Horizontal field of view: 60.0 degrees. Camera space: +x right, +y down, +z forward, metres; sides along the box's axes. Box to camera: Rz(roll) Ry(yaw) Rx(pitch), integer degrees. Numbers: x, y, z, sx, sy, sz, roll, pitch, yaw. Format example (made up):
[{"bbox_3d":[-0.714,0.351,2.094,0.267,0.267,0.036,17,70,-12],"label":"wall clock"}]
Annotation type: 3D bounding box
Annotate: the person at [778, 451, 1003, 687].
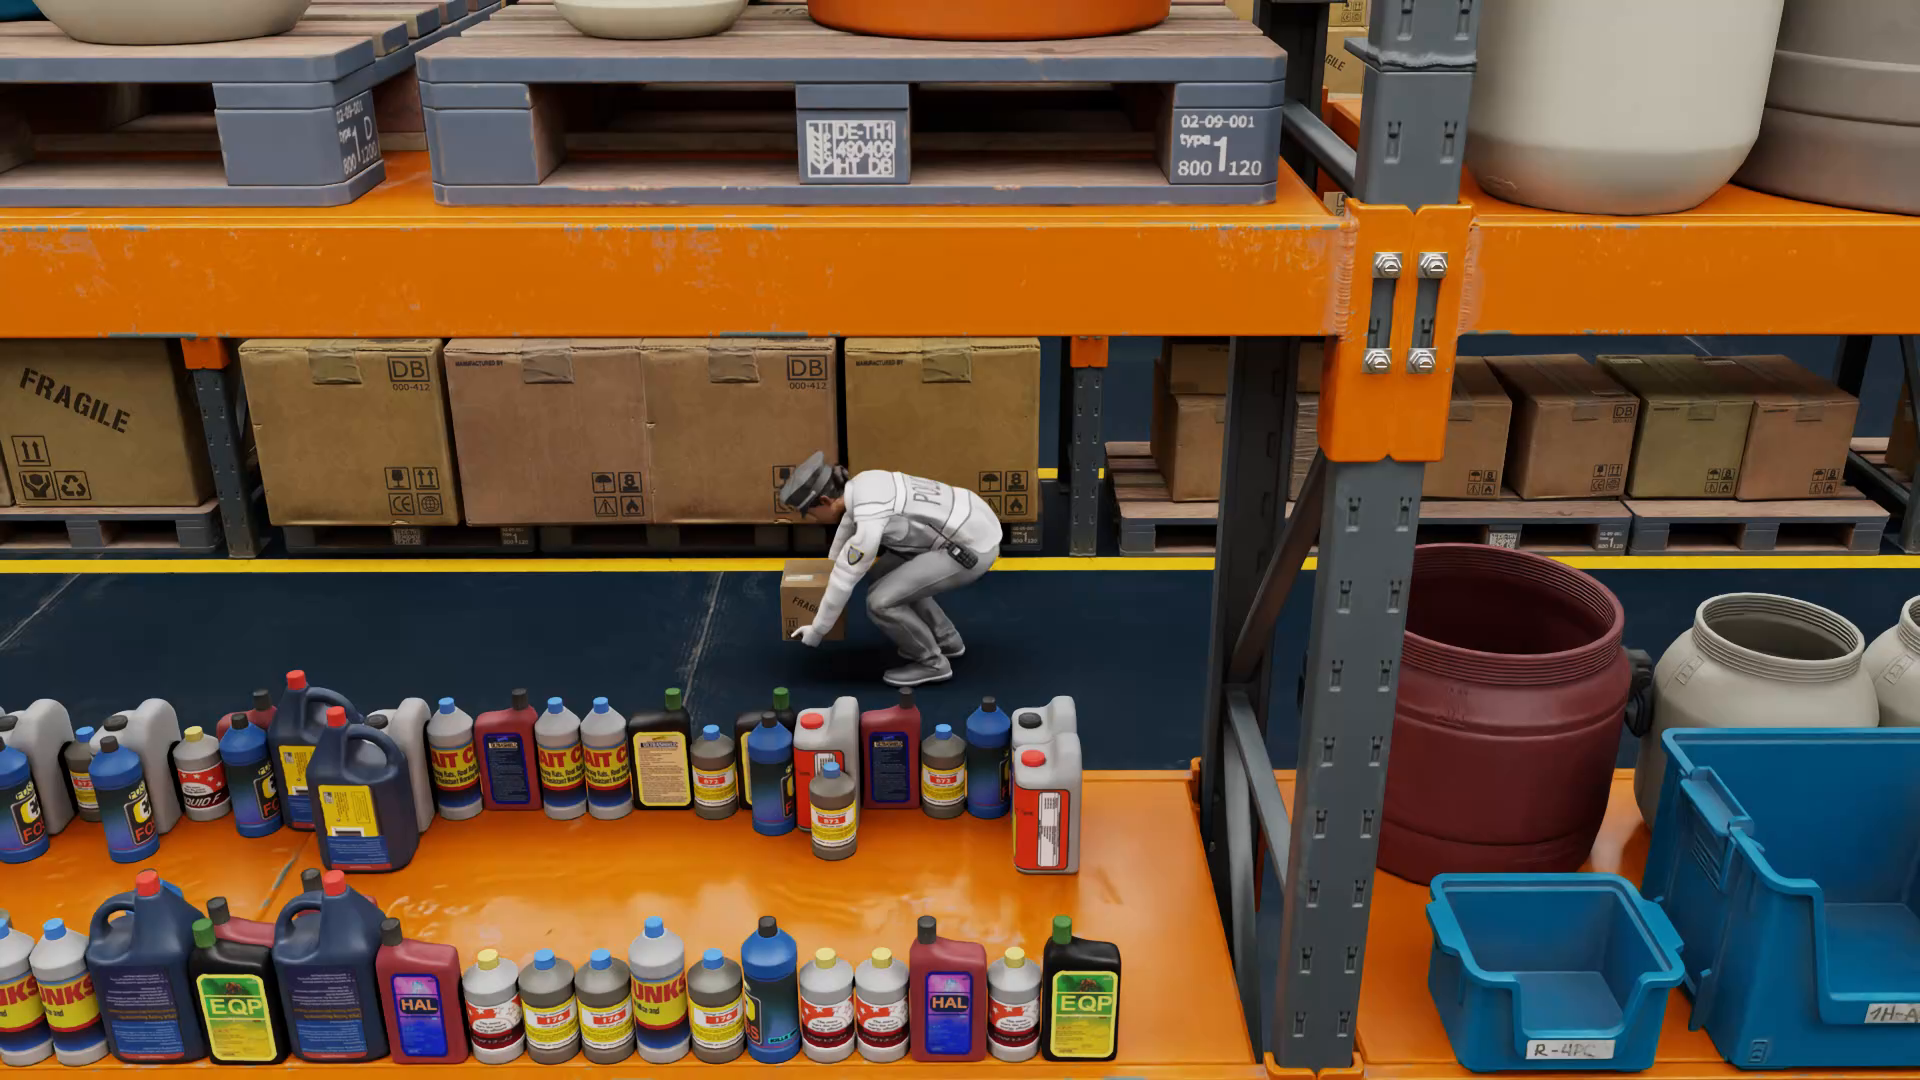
[{"bbox_3d":[-0.275,0.097,6.730,0.890,0.980,0.457,-1,24,-2],"label":"person"}]
